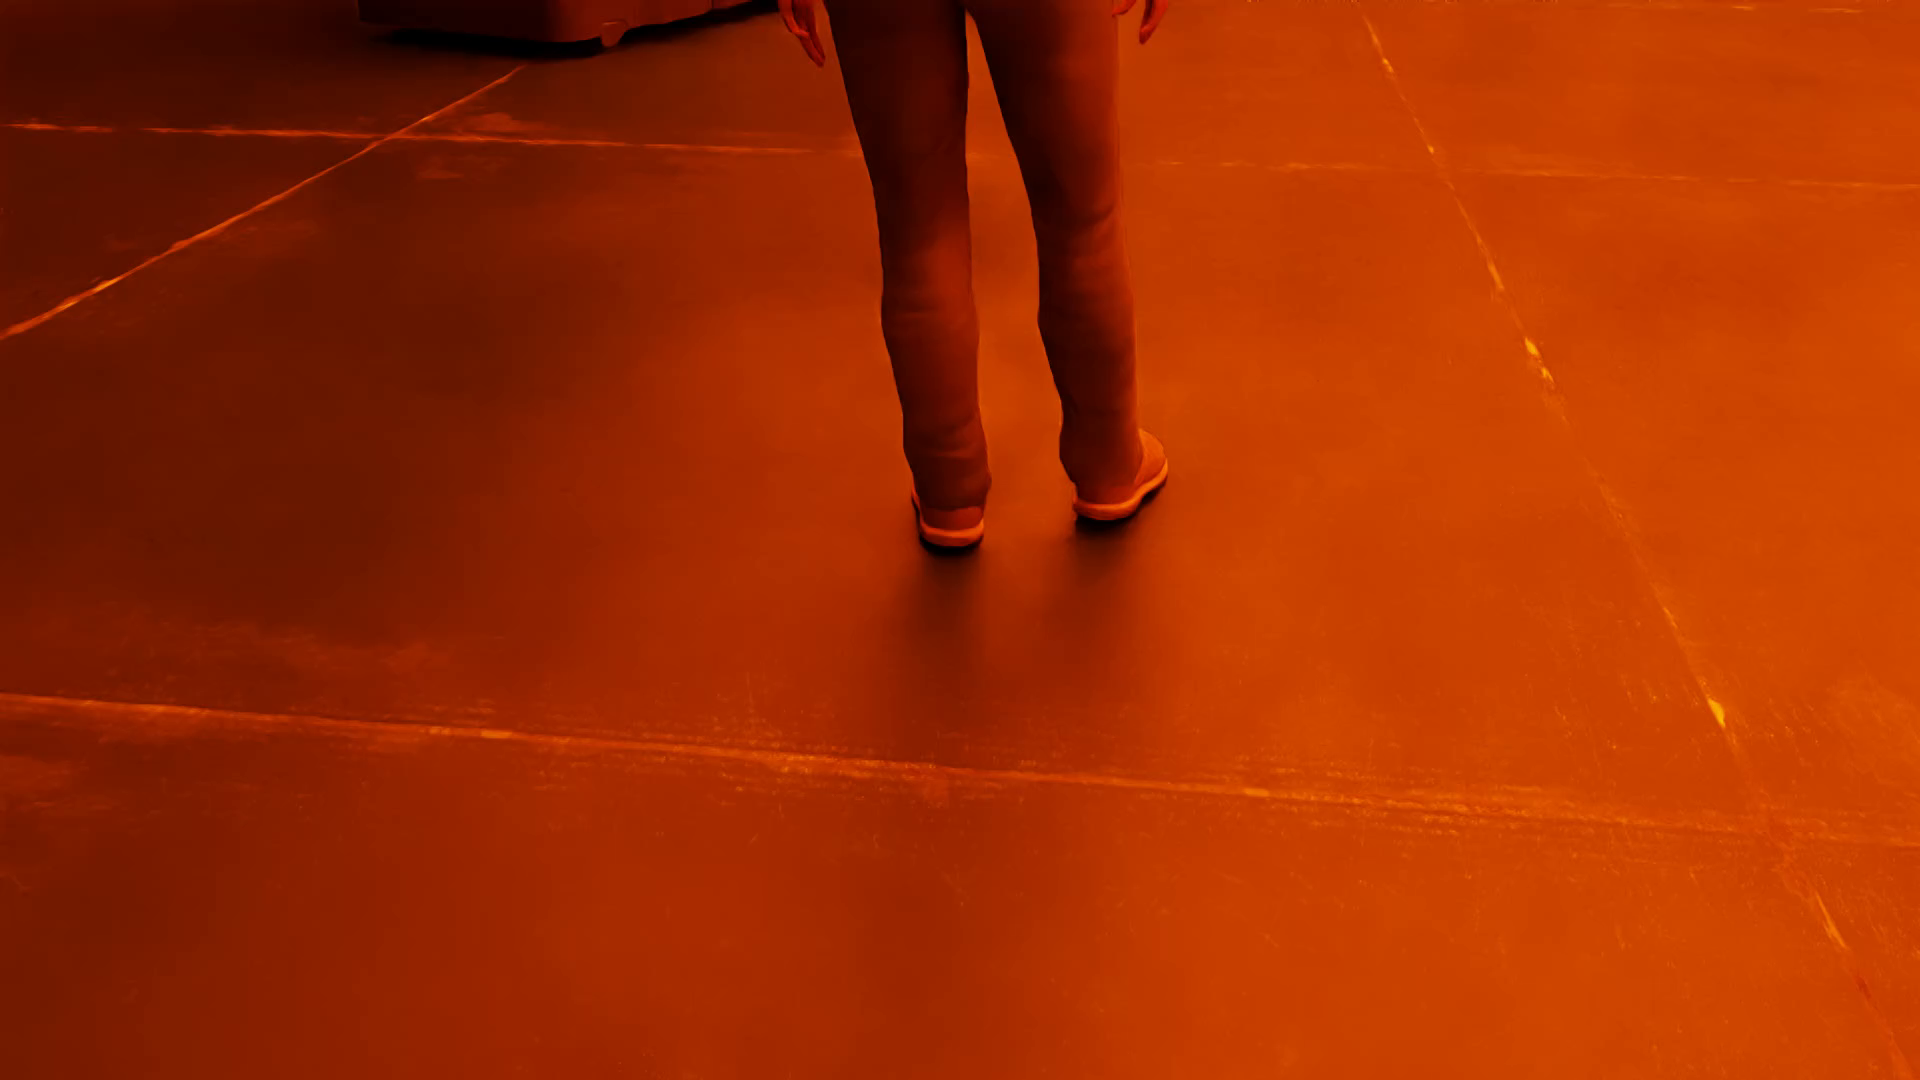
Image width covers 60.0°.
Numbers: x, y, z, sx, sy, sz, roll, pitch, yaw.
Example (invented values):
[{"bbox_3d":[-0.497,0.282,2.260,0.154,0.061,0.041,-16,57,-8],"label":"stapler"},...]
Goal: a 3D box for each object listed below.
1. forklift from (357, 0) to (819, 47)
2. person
[{"bbox_3d":[-1.132,-3.687,6.607,1.130,2.935,3.031,13,29,24],"label":"forklift"},{"bbox_3d":[0.031,-0.784,2.203,0.570,1.654,0.503,3,27,7],"label":"person"}]
